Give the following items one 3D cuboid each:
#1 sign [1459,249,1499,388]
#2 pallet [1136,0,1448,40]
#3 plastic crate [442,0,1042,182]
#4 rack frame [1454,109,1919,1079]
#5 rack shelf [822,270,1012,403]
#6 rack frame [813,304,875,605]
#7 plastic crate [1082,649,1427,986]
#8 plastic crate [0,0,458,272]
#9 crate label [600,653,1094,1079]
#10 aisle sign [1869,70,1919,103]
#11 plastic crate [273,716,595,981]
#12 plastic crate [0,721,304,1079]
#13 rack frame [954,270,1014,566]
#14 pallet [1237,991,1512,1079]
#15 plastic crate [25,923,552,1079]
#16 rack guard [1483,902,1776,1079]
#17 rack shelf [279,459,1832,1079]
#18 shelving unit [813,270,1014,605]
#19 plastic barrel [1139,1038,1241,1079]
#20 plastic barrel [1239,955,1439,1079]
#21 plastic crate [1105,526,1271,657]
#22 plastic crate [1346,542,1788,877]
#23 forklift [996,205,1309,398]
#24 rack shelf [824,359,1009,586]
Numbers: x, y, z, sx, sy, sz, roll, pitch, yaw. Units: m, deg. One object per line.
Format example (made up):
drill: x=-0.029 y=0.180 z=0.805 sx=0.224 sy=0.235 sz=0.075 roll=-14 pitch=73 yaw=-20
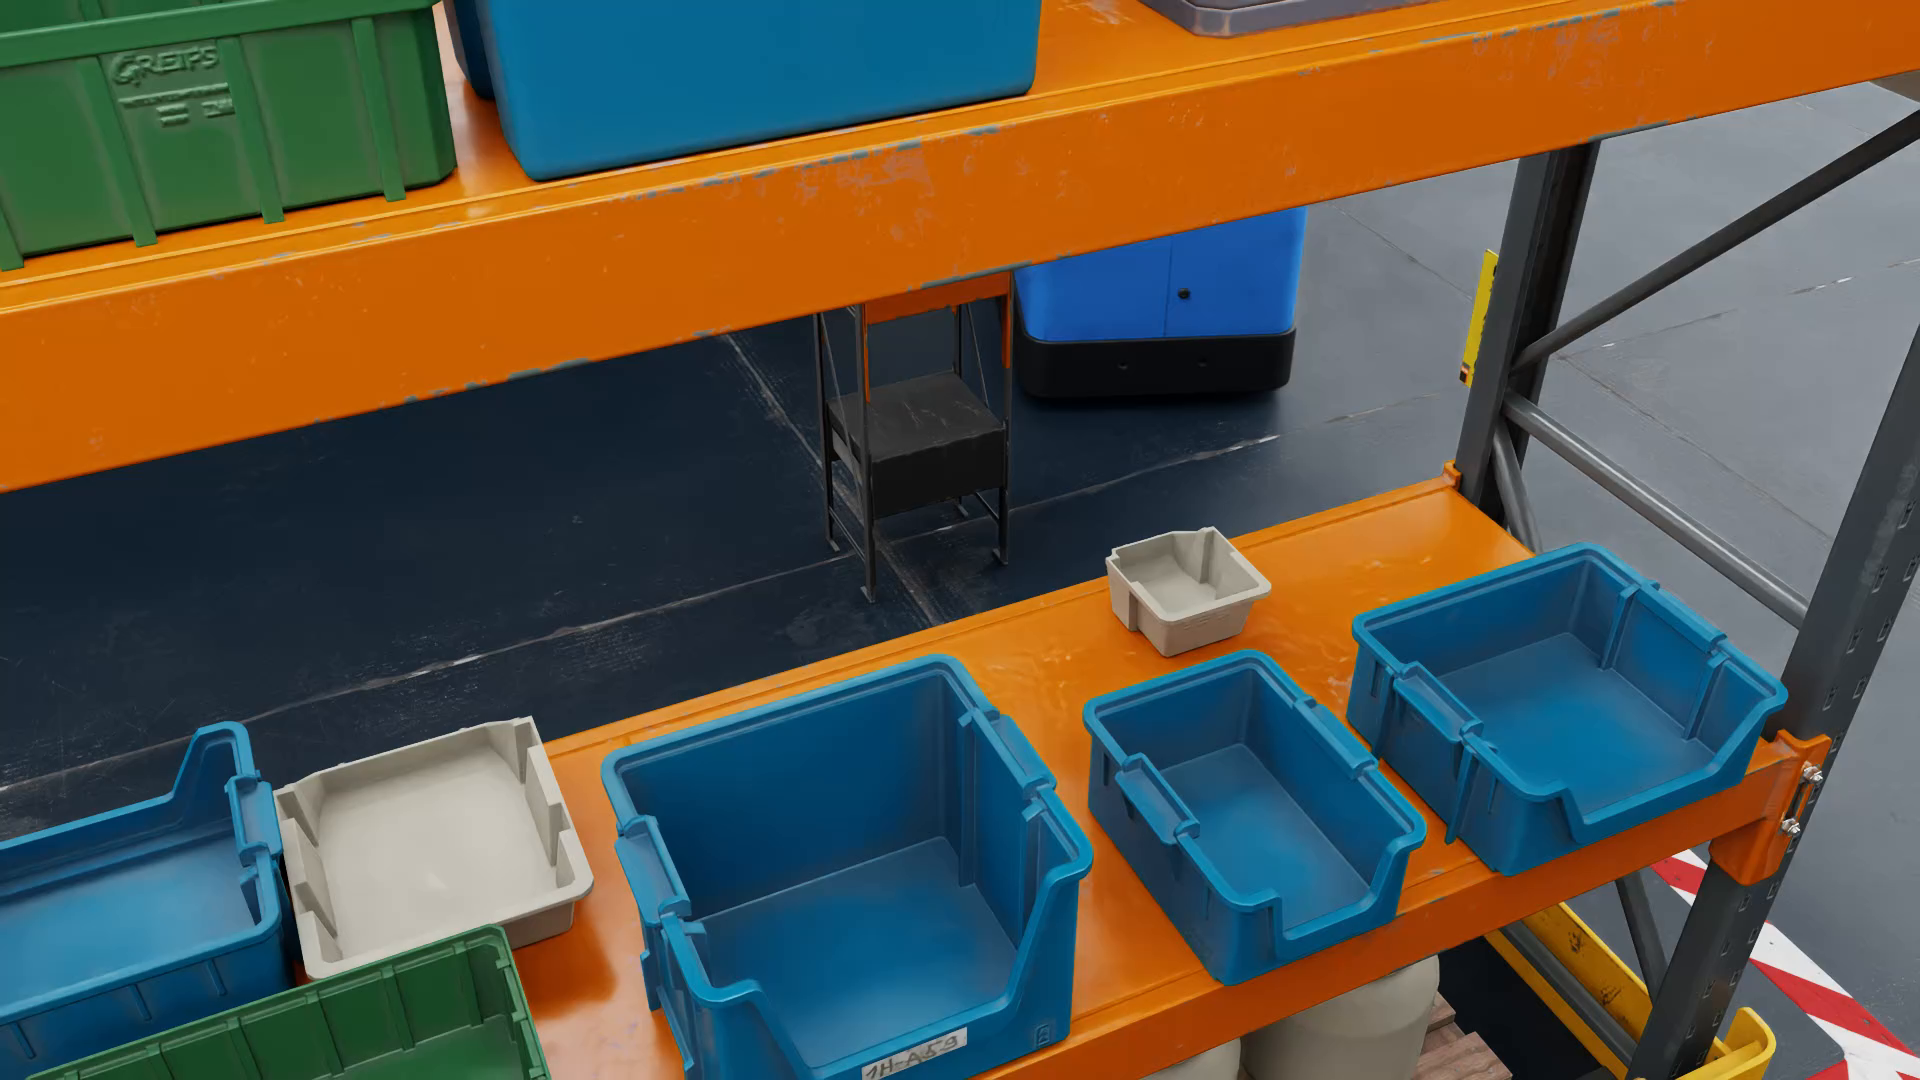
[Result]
sign: x=1.152 y=-0.467 z=3.630 sx=0.005 sy=0.325 sz=0.100 roll=-16 pitch=39 yaw=-20
pallet: x=0.591 y=-1.030 z=2.262 sx=1.213 sy=0.211 sz=1.003 roll=-16 pitch=39 yaw=-20
plastic crate: x=-0.217 y=-0.611 z=1.552 sx=0.575 sy=0.384 sz=0.392 roll=-16 pitch=39 yaw=-20
rack frame: x=1.382 y=-0.058 z=3.311 sx=0.127 sy=3.000 sz=1.000 roll=-16 pitch=39 yaw=-20
rack shelf: x=-0.150 y=-0.790 z=5.076 sx=0.480 sy=0.518 sz=0.431 roll=-16 pitch=39 yaw=-20
rack frame: x=-0.371 y=-0.740 z=4.985 sx=0.015 sy=2.100 sz=0.400 roll=-16 pitch=39 yaw=-20
plastic crate: x=0.465 y=0.451 z=2.749 sx=0.408 sy=0.251 sz=0.499 roll=-16 pitch=39 yaw=-20
plastic crate: x=-0.695 y=-0.418 z=1.455 sx=0.450 sy=0.188 sz=0.336 roll=-16 pitch=39 yaw=-20
crate label: x=-0.170 y=0.539 z=2.475 sx=0.616 sy=0.435 sz=0.502 roll=-16 pitch=39 yaw=-20
aisle sign: x=1.573 y=-0.960 z=2.345 sx=0.004 sy=0.787 sz=0.394 roll=-16 pitch=39 yaw=-20
plastic crate: x=-0.877 y=0.513 z=2.762 sx=0.437 sy=0.136 sz=0.530 roll=-16 pitch=39 yaw=-20
plastic crate: x=-1.353 y=0.587 z=2.565 sx=0.616 sy=0.251 sz=0.499 roll=-16 pitch=39 yaw=-20
rack frame: x=0.071 y=-0.863 z=5.151 sx=0.015 sy=2.100 sz=0.400 roll=-16 pitch=39 yaw=-20
pallet: x=0.595 y=1.309 z=3.808 sx=1.213 sy=0.211 sz=1.003 roll=-16 pitch=39 yaw=-20
plastic crate: x=-0.891 y=0.848 z=2.267 sx=0.662 sy=0.188 sz=0.450 roll=-16 pitch=39 yaw=-20
rack guard: x=1.333 y=0.990 z=3.995 sx=0.348 sy=0.500 sz=1.175 roll=-16 pitch=39 yaw=-20
rack shelf: x=-0.429 y=0.737 z=2.842 sx=4.000 sy=0.370 sz=1.077 roll=-16 pitch=39 yaw=-20
shelving unit: x=-0.150 y=-0.801 z=5.068 sx=0.503 sy=2.100 sz=0.431 roll=-16 pitch=39 yaw=-20
plastic barrel: x=0.365 y=1.107 z=3.475 sx=0.421 sy=0.512 sz=0.421 roll=0 pitch=37 yaw=0
plastic barrel: x=0.818 y=0.980 z=3.646 sx=0.421 sy=0.512 sz=0.421 roll=0 pitch=37 yaw=0
plastic crate: x=0.435 y=0.101 z=3.318 sx=0.250 sy=0.136 sz=0.298 roll=-16 pitch=39 yaw=-20
plastic crate: x=1.056 y=0.290 z=2.966 sx=0.616 sy=0.251 sz=0.499 roll=-16 pitch=39 yaw=-20
forklift: x=0.660 y=-2.578 z=6.765 sx=1.130 sy=2.935 sz=3.031 roll=-2 pitch=37 yaw=-3
rack shelf: x=-0.150 y=-0.228 z=5.493 sx=0.480 sy=0.518 sz=0.431 roll=-16 pitch=39 yaw=-20
